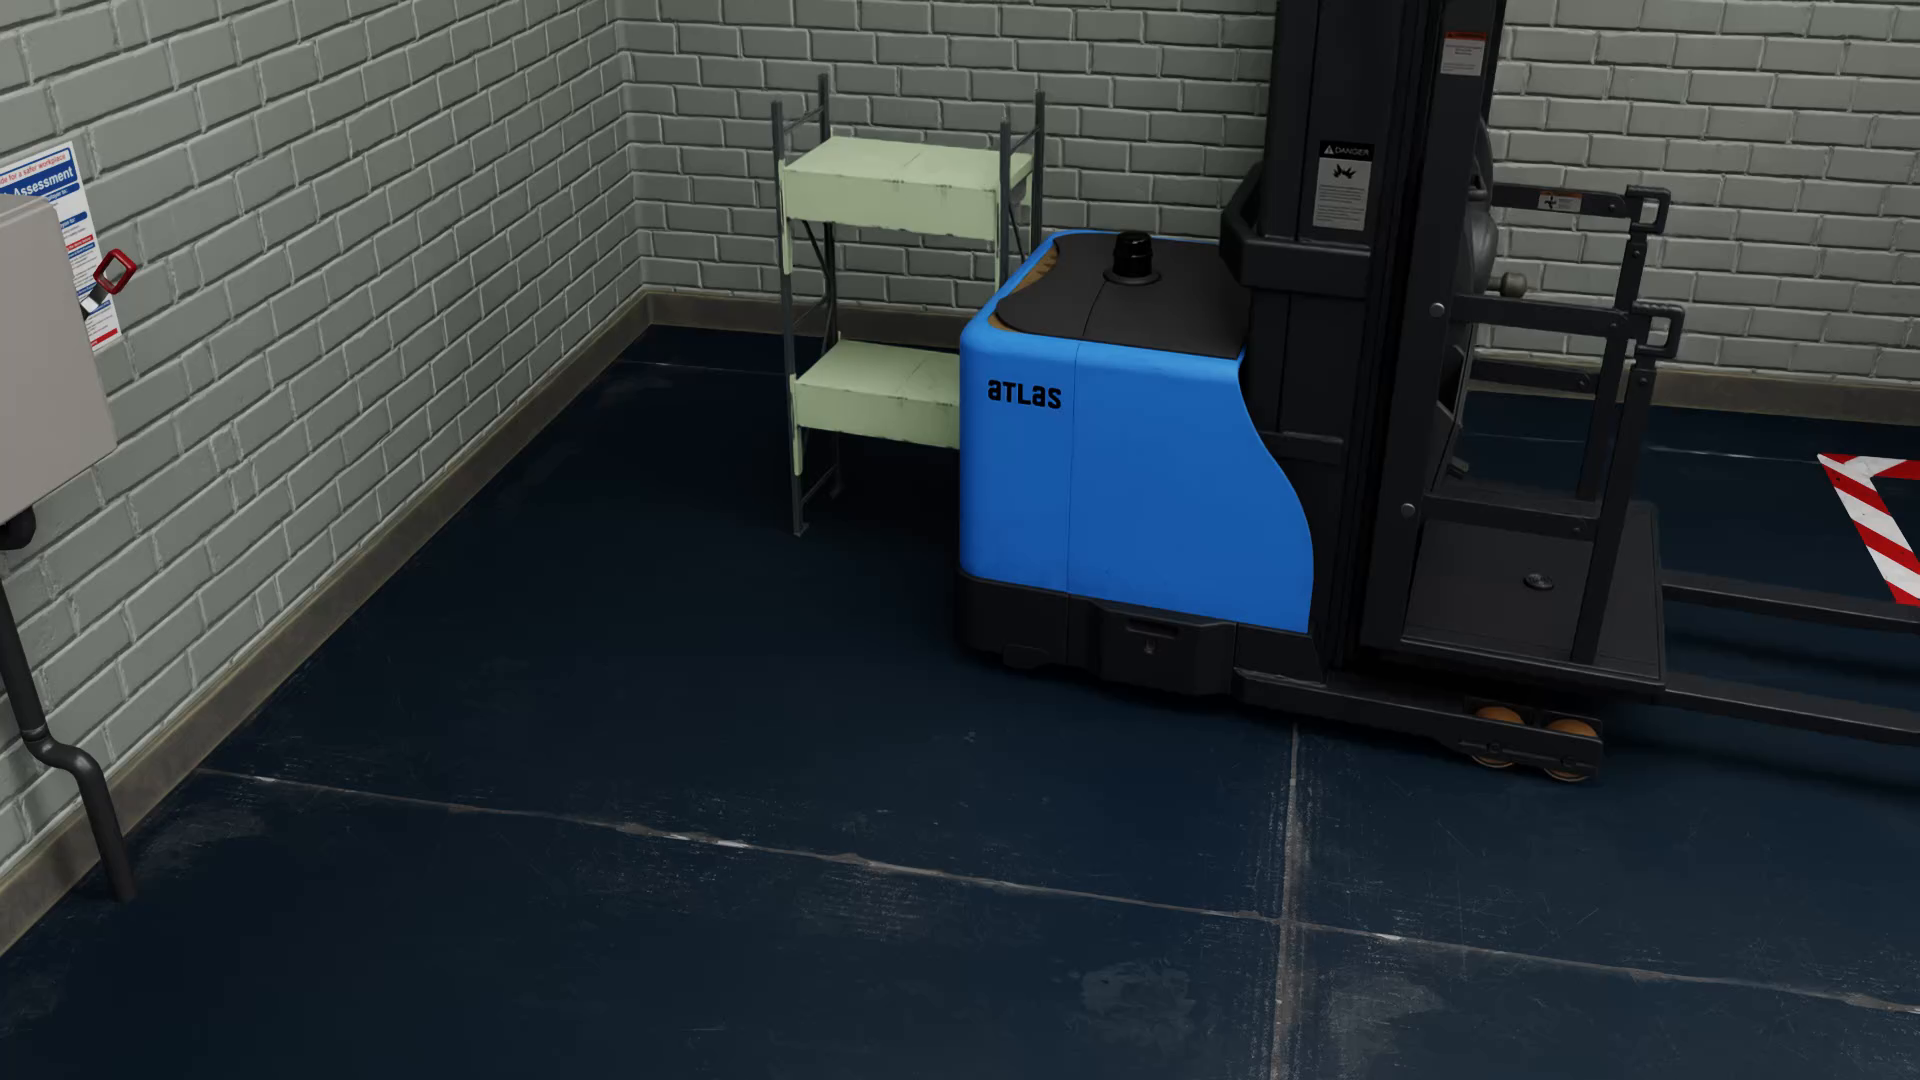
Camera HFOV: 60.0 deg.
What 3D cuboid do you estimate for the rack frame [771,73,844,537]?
[{"bbox_3d":[-0.502,-0.761,5.579,0.023,1.500,0.400,9,30,16],"label":"rack frame"}]

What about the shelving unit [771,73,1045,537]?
[{"bbox_3d":[-0.155,-0.705,5.476,0.755,1.500,0.431,9,30,16],"label":"shelving unit"}]

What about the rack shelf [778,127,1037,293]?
[{"bbox_3d":[-0.155,-1.047,5.288,0.720,0.370,0.431,9,30,16],"label":"rack shelf"}]

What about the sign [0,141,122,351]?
[{"bbox_3d":[-2.141,-0.654,3.920,0.001,0.494,0.329,6,29,11],"label":"sign"}]

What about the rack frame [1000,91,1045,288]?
[{"bbox_3d":[0.191,-0.648,5.372,0.023,1.500,0.400,9,30,16],"label":"rack frame"}]

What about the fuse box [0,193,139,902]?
[{"bbox_3d":[-2.042,0.122,3.745,0.414,1.711,0.539,6,29,11],"label":"fuse box"}]

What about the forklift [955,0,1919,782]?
[{"bbox_3d":[1.558,-0.914,4.367,3.031,2.935,1.130,9,30,16],"label":"forklift"}]

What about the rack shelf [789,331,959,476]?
[{"bbox_3d":[-0.155,-0.419,5.632,0.720,0.370,0.431,9,30,16],"label":"rack shelf"}]
